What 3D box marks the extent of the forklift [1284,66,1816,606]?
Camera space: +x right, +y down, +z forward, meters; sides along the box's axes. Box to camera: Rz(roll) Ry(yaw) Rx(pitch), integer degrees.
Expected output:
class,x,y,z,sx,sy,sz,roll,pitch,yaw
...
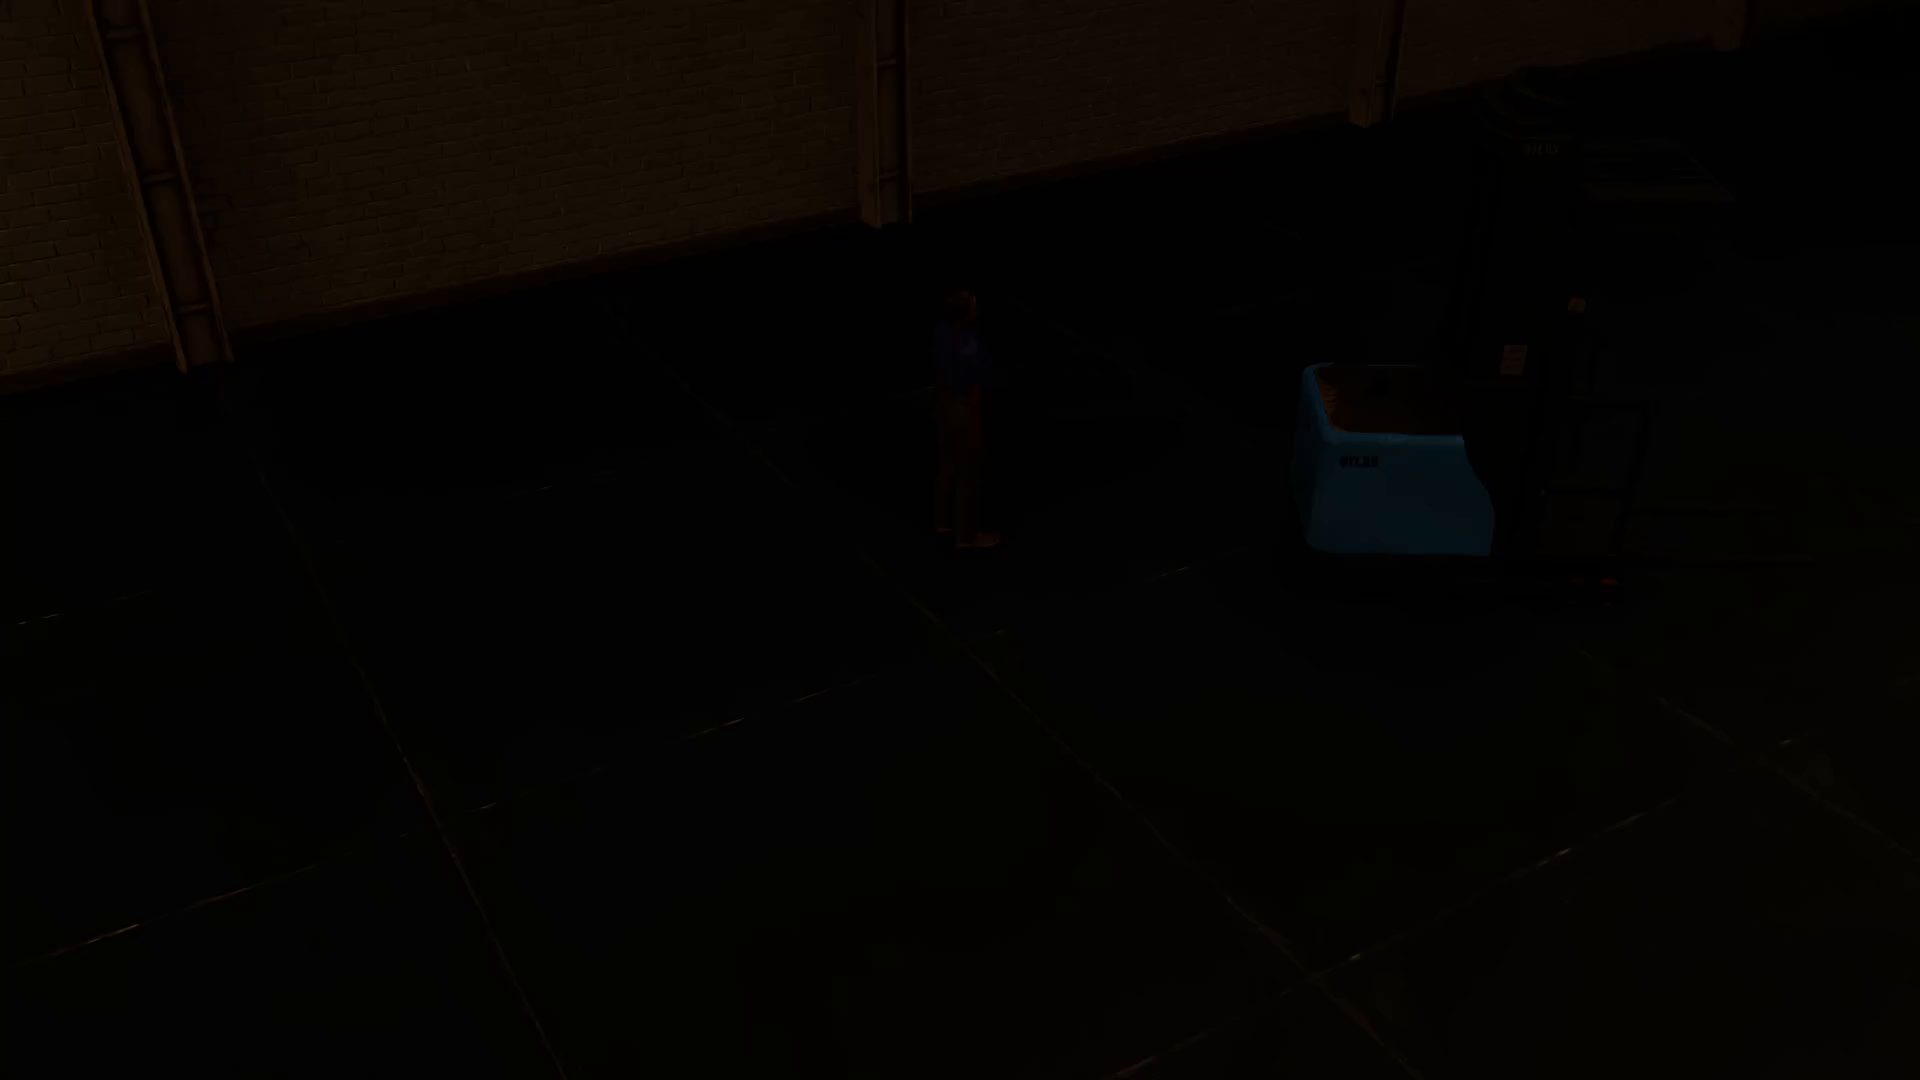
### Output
class,x,y,z,sx,sy,sz,roll,pitch,yaw
forklift,3.578,-1.147,9.563,3.031,2.935,1.130,1,31,2

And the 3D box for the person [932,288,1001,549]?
class,x,y,z,sx,sy,sz,roll,pitch,yaw
person,0.024,-0.741,10.064,0.320,1.646,0.446,-17,35,-26
